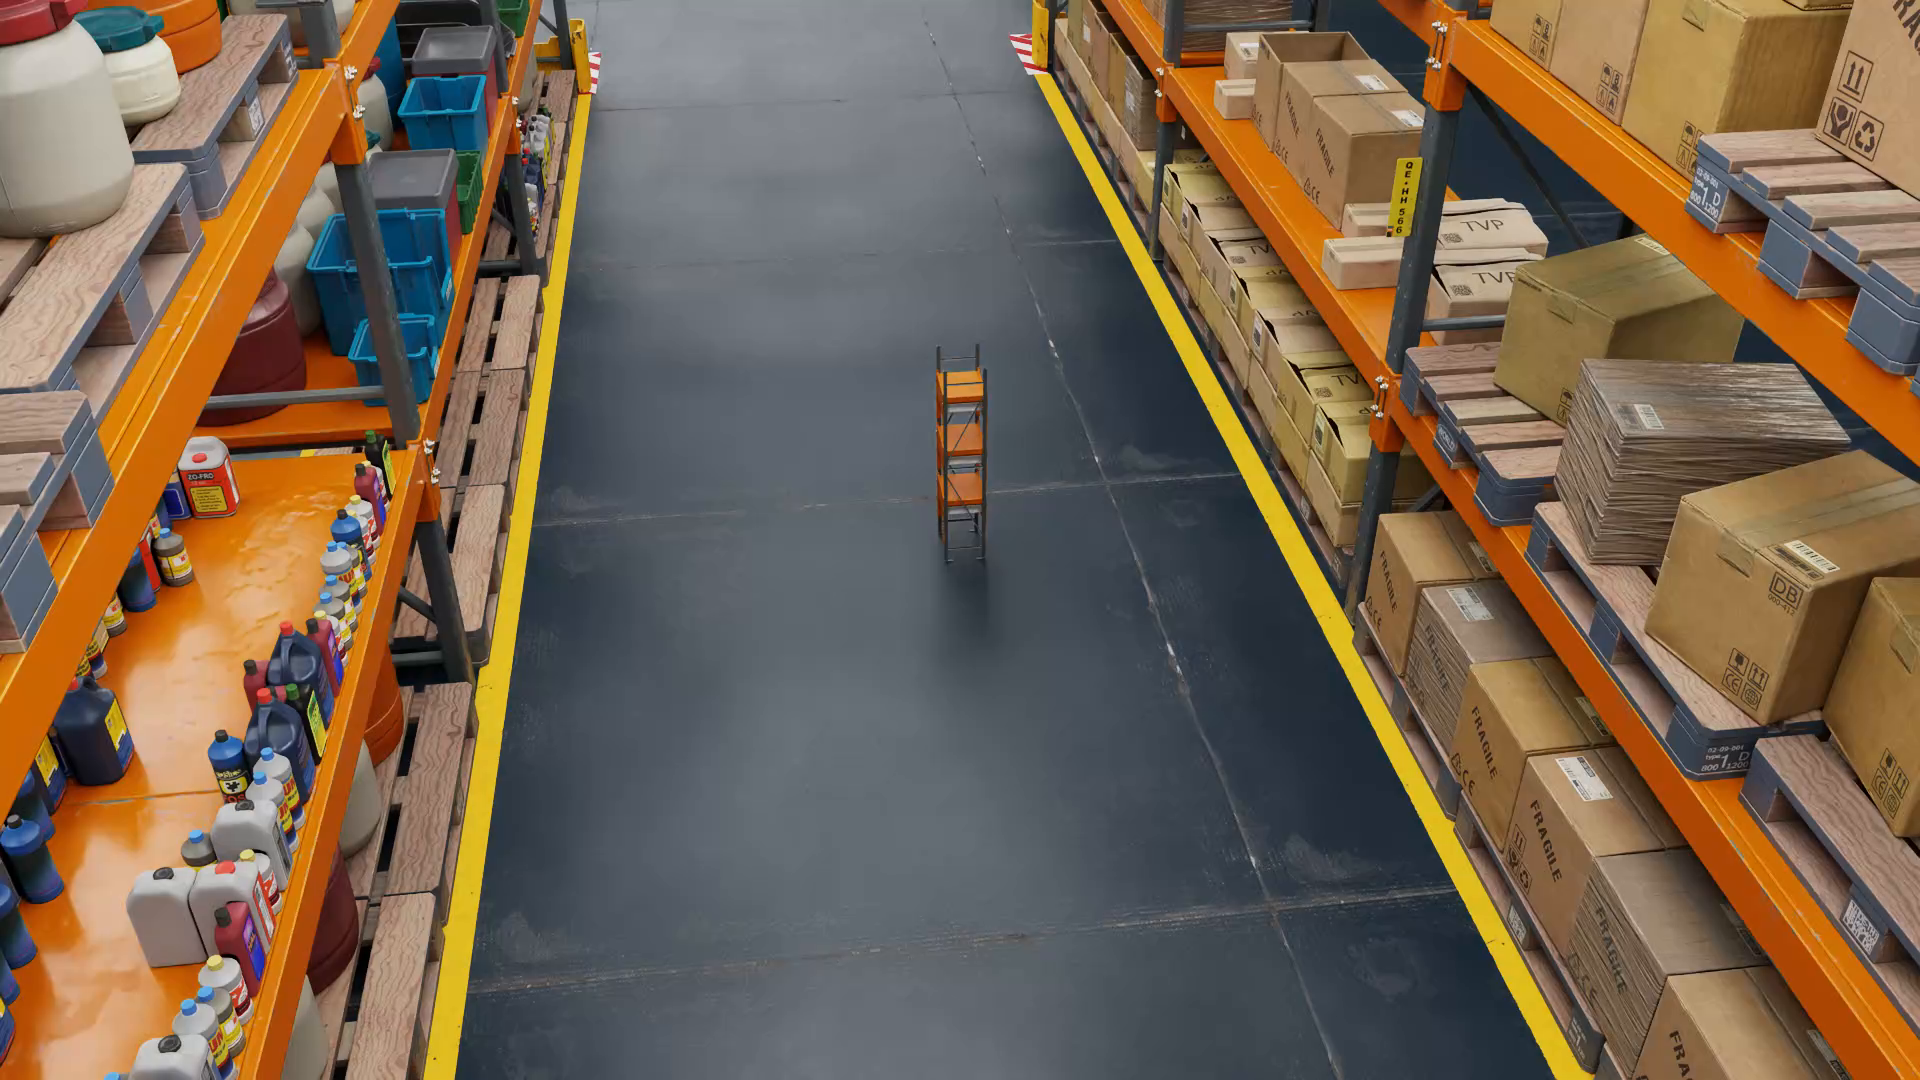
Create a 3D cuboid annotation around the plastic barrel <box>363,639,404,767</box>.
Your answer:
[{"bbox_3d":[-2.533,0.460,6.465,0.600,0.830,0.708,-4,35,-6],"label":"plastic barrel"}]

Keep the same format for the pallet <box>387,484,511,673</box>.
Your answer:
[{"bbox_3d":[-2.682,0.183,7.795,1.003,0.211,1.213,-4,35,-6],"label":"pallet"}]

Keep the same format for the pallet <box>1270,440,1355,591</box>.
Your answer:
[{"bbox_3d":[2.221,-0.218,8.382,1.003,0.211,1.213,-4,35,-6],"label":"pallet"}]

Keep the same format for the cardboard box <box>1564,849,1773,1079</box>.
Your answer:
[{"bbox_3d":[2.355,1.366,5.411,0.500,0.500,0.500,-4,34,-6],"label":"cardboard box"}]

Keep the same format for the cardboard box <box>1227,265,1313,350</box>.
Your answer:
[{"bbox_3d":[1.772,-1.301,9.067,0.500,0.311,0.500,-3,34,-5],"label":"cardboard box"}]

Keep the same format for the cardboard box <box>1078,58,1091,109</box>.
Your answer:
[{"bbox_3d":[1.206,-3.535,12.843,0.500,0.250,0.500,-4,35,-6],"label":"cardboard box"}]

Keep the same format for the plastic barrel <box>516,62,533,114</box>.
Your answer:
[{"bbox_3d":[-3.460,-3.503,12.563,0.421,0.512,0.421,0,34,0],"label":"plastic barrel"}]

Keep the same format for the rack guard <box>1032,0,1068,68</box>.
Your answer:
[{"bbox_3d":[1.214,-4.352,14.193,1.175,0.500,0.348,-4,35,-6],"label":"rack guard"}]

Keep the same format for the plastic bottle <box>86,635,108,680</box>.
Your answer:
[{"bbox_3d":[-2.778,0.313,5.242,0.097,0.271,0.097,0,34,0],"label":"plastic bottle"}]

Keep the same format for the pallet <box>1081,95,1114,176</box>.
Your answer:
[{"bbox_3d":[1.522,-3.117,12.636,1.003,0.211,1.213,-4,35,-6],"label":"pallet"}]

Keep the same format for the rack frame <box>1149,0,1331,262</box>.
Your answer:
[{"bbox_3d":[1.755,-3.140,10.194,1.000,3.000,0.127,-4,35,-6],"label":"rack frame"}]

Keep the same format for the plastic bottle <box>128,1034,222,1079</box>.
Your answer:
[{"bbox_3d":[-1.812,1.258,3.851,0.152,0.276,0.135,-4,35,-6],"label":"plastic bottle"}]

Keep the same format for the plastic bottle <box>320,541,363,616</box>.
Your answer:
[{"bbox_3d":[-2.058,0.124,5.519,0.097,0.271,0.097,0,34,0],"label":"plastic bottle"}]

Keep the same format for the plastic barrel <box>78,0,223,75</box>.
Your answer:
[{"bbox_3d":[-2.542,-1.808,4.822,0.600,0.830,0.708,-4,35,-6],"label":"plastic barrel"}]

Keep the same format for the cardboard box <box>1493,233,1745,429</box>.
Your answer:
[{"bbox_3d":[2.489,-0.780,6.269,0.700,0.500,0.500,-16,37,-22],"label":"cardboard box"}]

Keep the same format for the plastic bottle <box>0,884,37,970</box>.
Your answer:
[{"bbox_3d":[-2.465,0.975,4.270,0.097,0.271,0.097,0,34,0],"label":"plastic bottle"}]

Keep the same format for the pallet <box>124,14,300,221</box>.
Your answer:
[{"bbox_3d":[-2.610,-1.262,4.942,1.003,0.211,1.213,-4,35,-6],"label":"pallet"}]

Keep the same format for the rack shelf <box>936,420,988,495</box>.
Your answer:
[{"bbox_3d":[0.007,-0.395,7.916,0.215,0.259,0.240,-4,35,-6],"label":"rack shelf"}]

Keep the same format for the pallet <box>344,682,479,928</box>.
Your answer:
[{"bbox_3d":[-2.469,1.055,6.515,1.003,0.211,1.213,-4,35,-6],"label":"pallet"}]

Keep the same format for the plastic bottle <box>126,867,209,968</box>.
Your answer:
[{"bbox_3d":[-2.038,0.957,4.293,0.152,0.276,0.135,-4,35,-6],"label":"plastic bottle"}]

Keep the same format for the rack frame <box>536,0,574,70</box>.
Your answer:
[{"bbox_3d":[-3.692,-4.999,12.922,1.000,3.000,0.127,-4,35,-6],"label":"rack frame"}]

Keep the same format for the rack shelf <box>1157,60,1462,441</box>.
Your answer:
[{"bbox_3d":[2.024,-1.726,8.758,1.077,0.370,4.000,-4,35,-6],"label":"rack shelf"}]

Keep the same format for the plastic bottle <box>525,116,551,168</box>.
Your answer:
[{"bbox_3d":[-2.959,-2.782,11.630,0.144,0.351,0.185,-3,34,-4],"label":"plastic bottle"}]

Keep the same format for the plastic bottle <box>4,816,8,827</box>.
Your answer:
[{"bbox_3d":[-2.694,0.735,4.612,0.061,0.283,0.133,-4,35,-6],"label":"plastic bottle"}]

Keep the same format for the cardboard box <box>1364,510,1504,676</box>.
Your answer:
[{"bbox_3d":[2.071,0.219,7.094,0.500,0.500,0.500,-3,34,-4],"label":"cardboard box"}]

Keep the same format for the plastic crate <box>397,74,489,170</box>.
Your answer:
[{"bbox_3d":[-2.697,-2.168,8.782,0.392,0.384,0.575,-4,35,-6],"label":"plastic crate"}]

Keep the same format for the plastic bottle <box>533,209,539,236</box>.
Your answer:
[{"bbox_3d":[-2.776,-2.060,10.703,0.097,0.201,0.097,0,34,0],"label":"plastic bottle"}]

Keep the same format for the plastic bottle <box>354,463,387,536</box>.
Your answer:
[{"bbox_3d":[-2.108,-0.164,5.931,0.061,0.283,0.133,-4,35,-6],"label":"plastic bottle"}]

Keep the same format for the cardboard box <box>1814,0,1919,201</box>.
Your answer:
[{"bbox_3d":[2.654,-1.202,4.136,0.600,0.600,0.600,-6,35,-8],"label":"cardboard box"}]

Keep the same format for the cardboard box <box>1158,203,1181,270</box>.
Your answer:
[{"bbox_3d":[1.564,-1.933,10.492,0.500,0.250,0.500,-5,35,-8],"label":"cardboard box"}]

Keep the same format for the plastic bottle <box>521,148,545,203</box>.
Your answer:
[{"bbox_3d":[-2.877,-2.441,11.130,0.144,0.351,0.185,-6,35,-8],"label":"plastic bottle"}]

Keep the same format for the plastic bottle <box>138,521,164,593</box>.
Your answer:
[{"bbox_3d":[-2.816,0.041,5.637,0.152,0.276,0.135,-4,35,-6],"label":"plastic bottle"}]

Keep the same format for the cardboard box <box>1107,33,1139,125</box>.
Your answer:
[{"bbox_3d":[1.349,-3.288,11.814,0.500,0.500,0.500,-4,35,-6],"label":"cardboard box"}]

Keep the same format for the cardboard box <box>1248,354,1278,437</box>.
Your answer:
[{"bbox_3d":[1.843,-0.788,8.812,0.500,0.250,0.500,-4,34,-5],"label":"cardboard box"}]

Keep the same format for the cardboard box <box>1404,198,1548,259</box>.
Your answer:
[{"bbox_3d":[2.365,-1.385,7.697,0.500,0.311,0.500,-5,35,-7],"label":"cardboard box"}]

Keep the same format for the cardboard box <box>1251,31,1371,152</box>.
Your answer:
[{"bbox_3d":[1.913,-2.457,9.103,0.500,0.500,0.500,-2,34,-3],"label":"cardboard box"}]

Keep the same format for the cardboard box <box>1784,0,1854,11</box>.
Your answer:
[{"bbox_3d":[2.483,-1.788,4.571,0.500,0.500,0.500,-4,35,-6],"label":"cardboard box"}]

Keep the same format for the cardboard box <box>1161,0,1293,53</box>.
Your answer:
[{"bbox_3d":[1.689,-3.428,10.528,0.700,0.500,0.500,-5,35,-8],"label":"cardboard box"}]

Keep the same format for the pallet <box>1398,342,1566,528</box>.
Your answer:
[{"bbox_3d":[2.454,-0.455,6.425,1.213,0.211,1.003,-4,35,-6],"label":"pallet"}]

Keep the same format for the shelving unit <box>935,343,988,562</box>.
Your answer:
[{"bbox_3d":[0.007,-0.404,7.911,0.215,1.050,0.252,-4,35,-6],"label":"shelving unit"}]

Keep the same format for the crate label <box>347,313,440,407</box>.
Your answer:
[{"bbox_3d":[-2.301,-0.729,6.805,0.303,0.233,0.416,-4,35,-6],"label":"crate label"}]

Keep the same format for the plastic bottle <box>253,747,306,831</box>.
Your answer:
[{"bbox_3d":[-1.920,0.696,4.679,0.097,0.271,0.097,0,34,0],"label":"plastic bottle"}]

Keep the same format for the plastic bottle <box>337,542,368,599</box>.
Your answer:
[{"bbox_3d":[-2.071,0.098,5.618,0.097,0.201,0.097,0,34,0],"label":"plastic bottle"}]

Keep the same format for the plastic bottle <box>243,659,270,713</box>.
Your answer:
[{"bbox_3d":[-2.103,0.459,5.017,0.061,0.283,0.133,-4,35,-6],"label":"plastic bottle"}]

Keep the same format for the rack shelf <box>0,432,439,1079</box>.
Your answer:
[{"bbox_3d":[-2.347,0.879,4.936,1.077,0.370,4.000,-4,35,-6],"label":"rack shelf"}]

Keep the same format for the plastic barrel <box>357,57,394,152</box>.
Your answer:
[{"bbox_3d":[-3.243,-2.272,8.800,0.433,0.535,0.433,0,34,0],"label":"plastic barrel"}]

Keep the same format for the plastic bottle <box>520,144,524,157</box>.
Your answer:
[{"bbox_3d":[-3.077,-2.622,11.462,0.152,0.276,0.135,-4,35,-6],"label":"plastic bottle"}]

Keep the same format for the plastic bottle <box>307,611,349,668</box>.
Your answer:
[{"bbox_3d":[-2.019,0.316,5.299,0.097,0.201,0.097,0,34,0],"label":"plastic bottle"}]

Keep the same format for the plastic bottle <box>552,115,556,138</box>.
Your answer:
[{"bbox_3d":[-3.010,-3.033,12.131,0.097,0.201,0.097,0,34,0],"label":"plastic bottle"}]

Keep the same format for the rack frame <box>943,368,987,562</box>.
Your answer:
[{"bbox_3d":[0.024,-0.336,7.811,0.200,1.050,0.008,-4,35,-6],"label":"rack frame"}]

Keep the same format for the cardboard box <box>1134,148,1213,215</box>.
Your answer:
[{"bbox_3d":[1.476,-2.419,11.205,0.500,0.250,0.500,-4,35,-6],"label":"cardboard box"}]

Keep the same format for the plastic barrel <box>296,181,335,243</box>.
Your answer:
[{"bbox_3d":[-3.023,-1.374,7.503,0.421,0.512,0.421,0,34,0],"label":"plastic barrel"}]

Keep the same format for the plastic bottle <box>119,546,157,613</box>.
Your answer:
[{"bbox_3d":[-2.767,0.105,5.547,0.097,0.271,0.097,0,34,0],"label":"plastic bottle"}]
